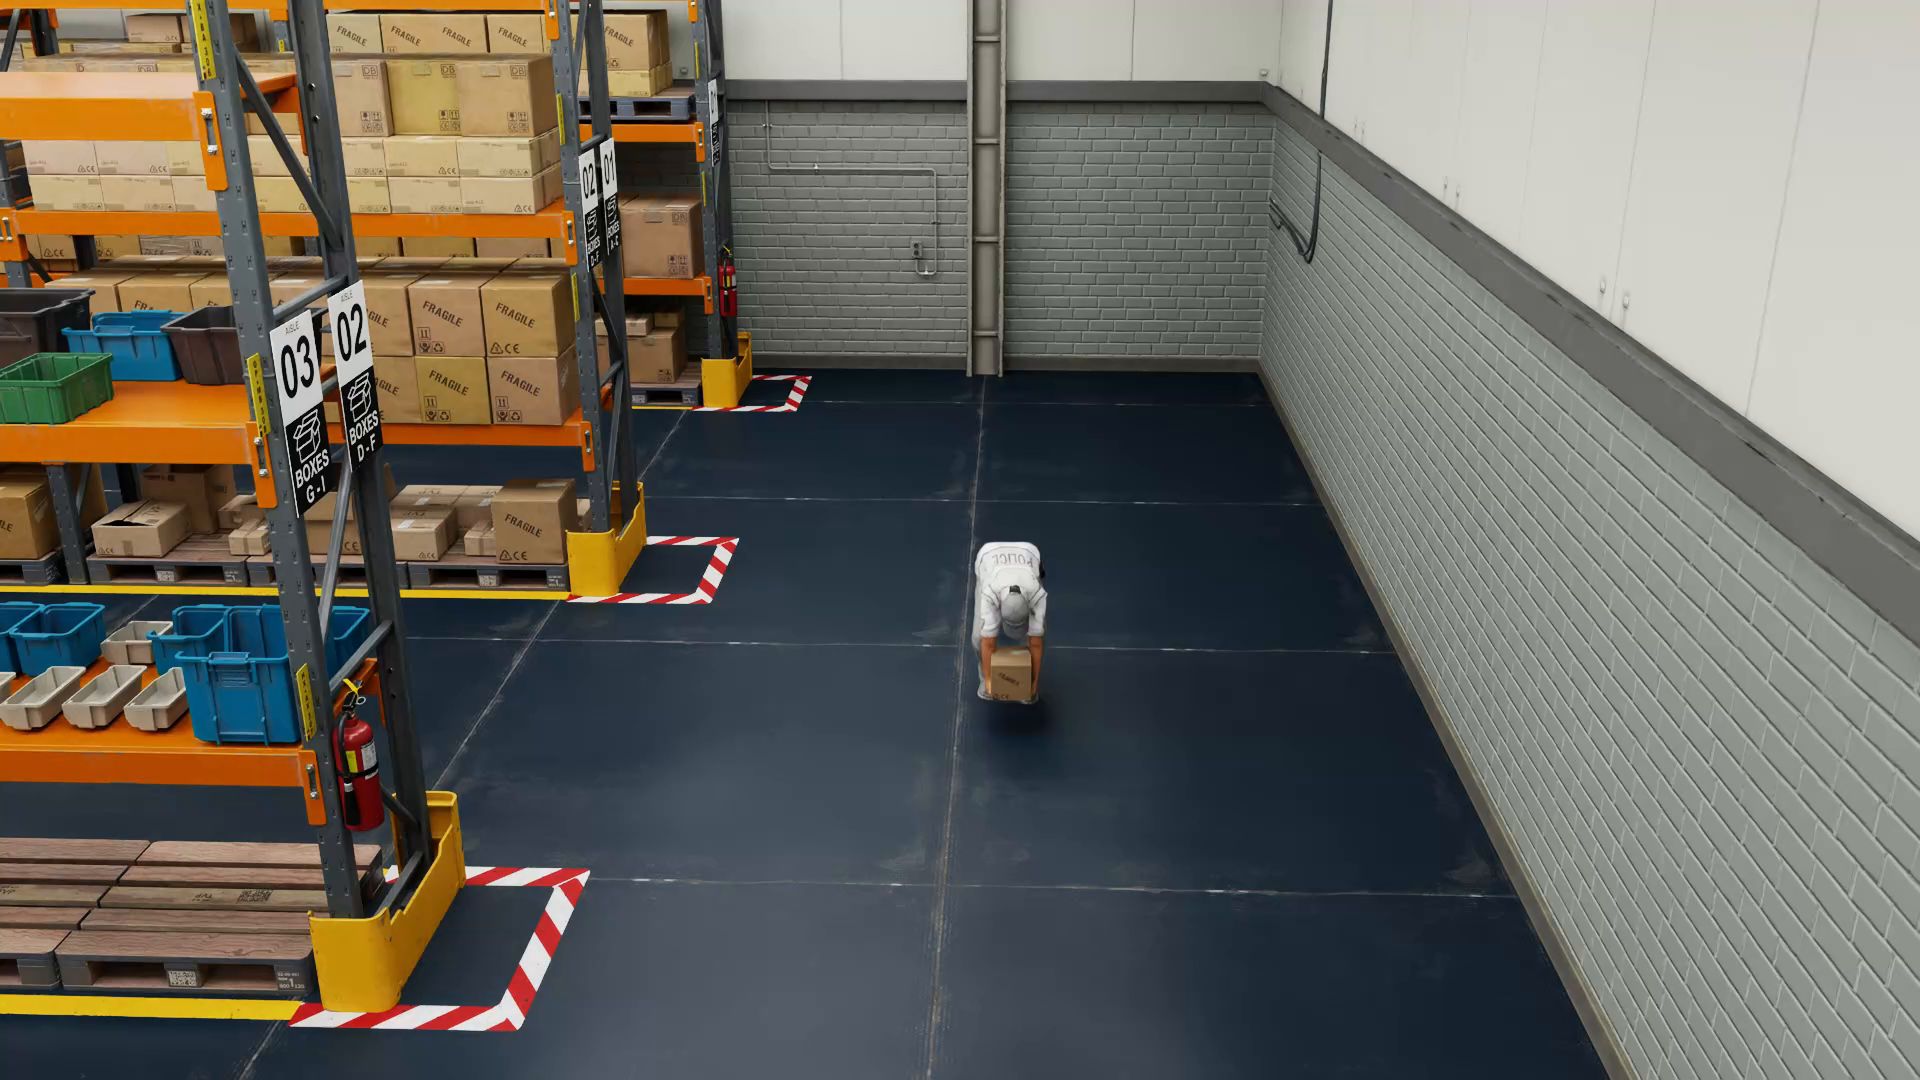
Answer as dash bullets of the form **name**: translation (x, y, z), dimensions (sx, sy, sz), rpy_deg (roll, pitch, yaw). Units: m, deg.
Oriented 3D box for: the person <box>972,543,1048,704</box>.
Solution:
- **person**: translation (0.315, 0.577, 10.469), dimensions (0.480, 1.026, 0.951), rpy_deg (0, 21, -1)
